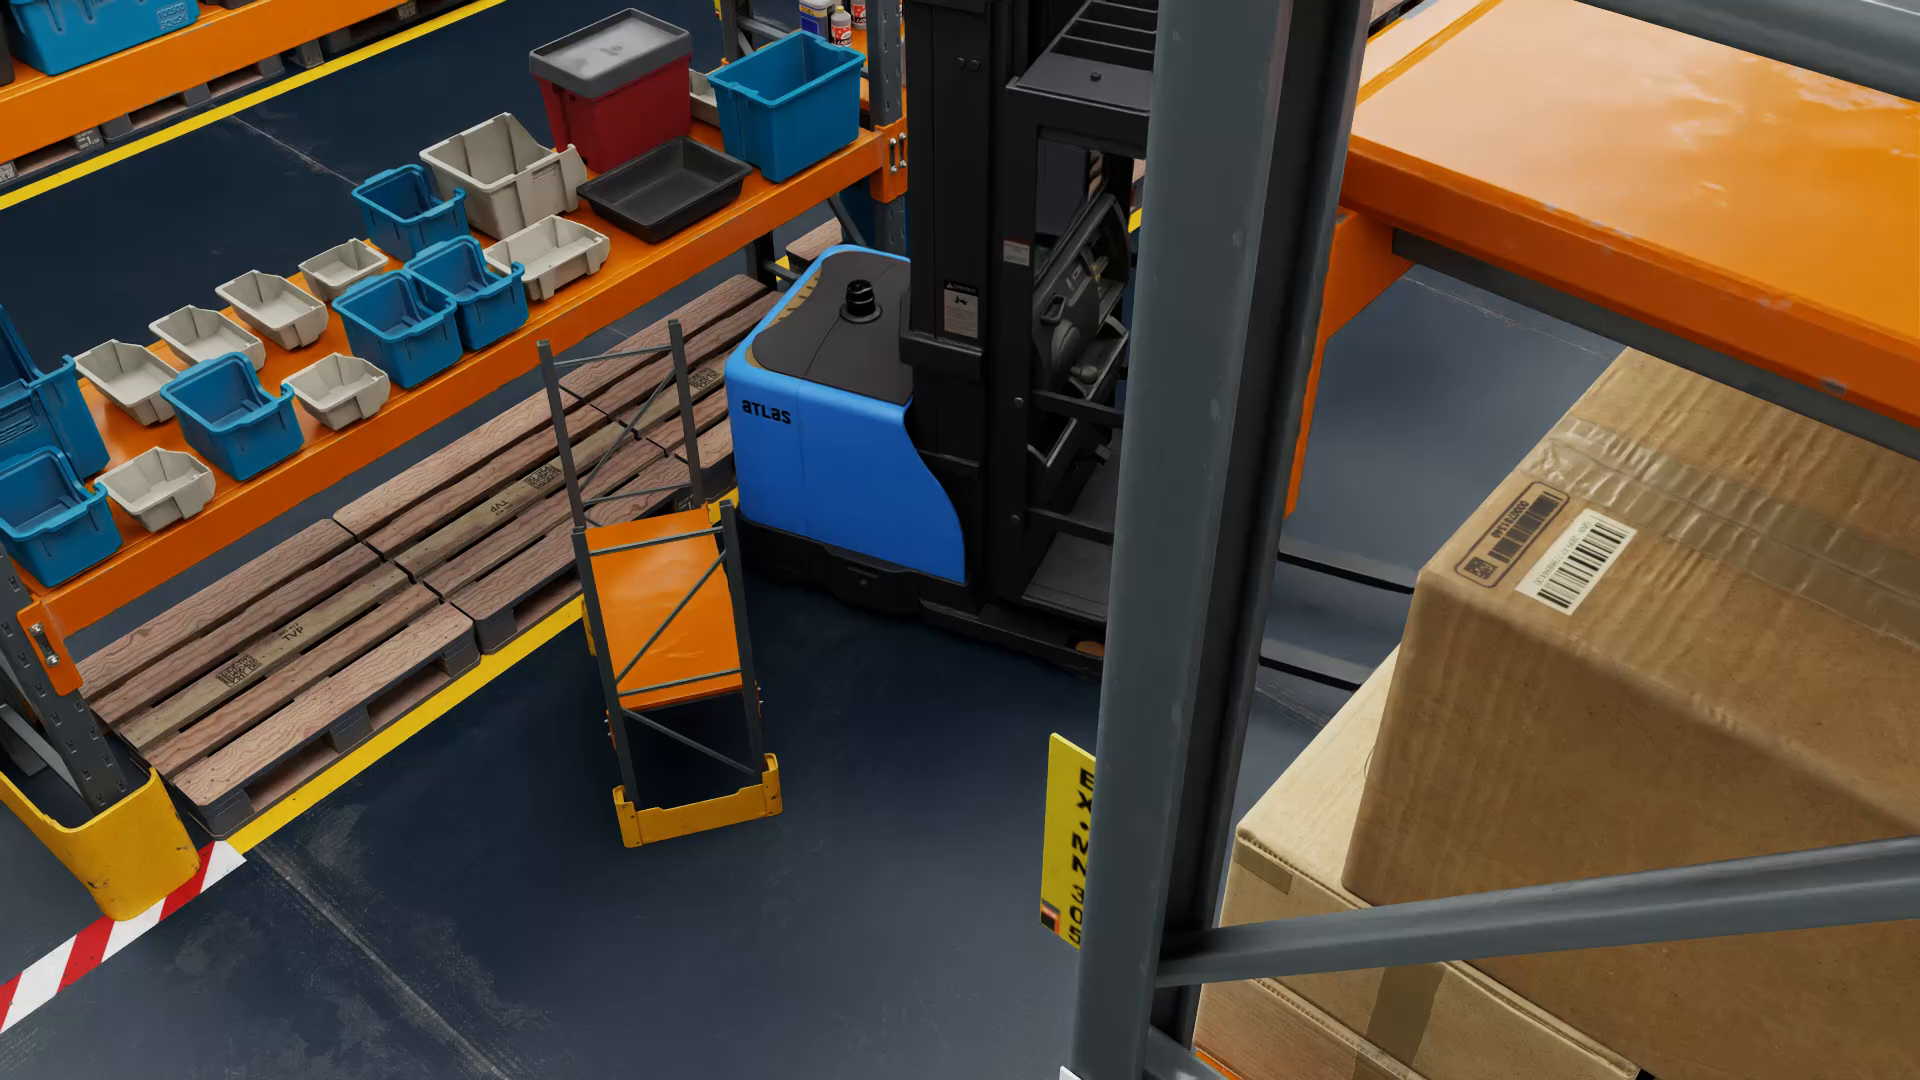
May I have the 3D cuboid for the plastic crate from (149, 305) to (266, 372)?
[{"bbox_3d":[-2.663,-0.688,5.929,0.396,0.136,0.243,29,50,28],"label":"plastic crate"}]

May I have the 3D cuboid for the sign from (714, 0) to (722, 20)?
[{"bbox_3d":[-1.092,-2.523,7.590,0.100,0.325,0.005,29,50,28],"label":"sign"}]

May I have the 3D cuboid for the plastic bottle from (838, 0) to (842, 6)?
[{"bbox_3d":[-0.612,-2.523,7.943,0.097,0.201,0.097,0,42,0],"label":"plastic bottle"}]

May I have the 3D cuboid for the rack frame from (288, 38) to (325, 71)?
[{"bbox_3d":[-4.463,-4.326,9.778,1.000,3.000,0.127,29,50,28],"label":"rack frame"}]

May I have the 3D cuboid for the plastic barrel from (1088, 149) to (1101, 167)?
[{"bbox_3d":[0.578,-2.306,9.094,0.421,0.512,0.421,0,42,0],"label":"plastic barrel"}]

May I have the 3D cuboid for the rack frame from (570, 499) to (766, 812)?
[{"bbox_3d":[-0.943,0.482,5.605,0.500,1.500,0.032,-11,43,-12],"label":"rack frame"}]

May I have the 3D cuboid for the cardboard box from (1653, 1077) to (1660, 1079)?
[{"bbox_3d":[1.072,0.633,1.834,0.500,0.250,0.500,29,50,28],"label":"cardboard box"}]

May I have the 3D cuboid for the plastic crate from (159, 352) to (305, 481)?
[{"bbox_3d":[-2.412,-0.406,5.547,0.416,0.233,0.300,29,50,28],"label":"plastic crate"}]

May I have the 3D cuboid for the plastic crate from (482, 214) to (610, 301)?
[{"bbox_3d":[-1.563,-1.080,6.359,0.293,0.136,0.466,29,50,28],"label":"plastic crate"}]

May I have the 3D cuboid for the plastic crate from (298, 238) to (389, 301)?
[{"bbox_3d":[-2.326,-1.003,6.274,0.298,0.136,0.250,29,50,28],"label":"plastic crate"}]

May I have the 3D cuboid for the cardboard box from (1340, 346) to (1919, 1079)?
[{"bbox_3d":[0.860,0.236,1.714,0.700,0.500,0.500,29,50,28],"label":"cardboard box"}]

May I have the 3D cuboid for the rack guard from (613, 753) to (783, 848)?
[{"bbox_3d":[-0.944,0.944,6.026,0.587,0.250,0.087,-11,43,-12],"label":"rack guard"}]

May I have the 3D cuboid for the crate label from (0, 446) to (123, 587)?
[{"bbox_3d":[-2.836,-0.067,5.174,0.416,0.233,0.303,29,50,28],"label":"crate label"}]

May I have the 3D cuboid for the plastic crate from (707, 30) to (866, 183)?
[{"bbox_3d":[-0.712,-1.810,6.978,0.392,0.384,0.575,29,50,28],"label":"plastic crate"}]

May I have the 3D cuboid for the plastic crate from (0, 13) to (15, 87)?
[{"bbox_3d":[-2.786,-1.261,4.275,0.497,0.269,0.590,29,50,28],"label":"plastic crate"}]

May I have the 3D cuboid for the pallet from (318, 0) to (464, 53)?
[{"bbox_3d":[-4.024,-3.725,11.189,1.003,0.211,1.213,29,50,28],"label":"pallet"}]

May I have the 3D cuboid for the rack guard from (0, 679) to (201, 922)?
[{"bbox_3d":[-3.252,0.821,5.976,1.175,0.500,0.348,29,50,28],"label":"rack guard"}]

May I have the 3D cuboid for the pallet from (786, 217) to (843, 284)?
[{"bbox_3d":[-0.144,-1.529,8.775,1.003,0.211,1.213,29,50,28],"label":"pallet"}]

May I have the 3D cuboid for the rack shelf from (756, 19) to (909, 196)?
[{"bbox_3d":[0.615,-2.946,8.795,1.077,0.370,4.000,29,50,28],"label":"rack shelf"}]

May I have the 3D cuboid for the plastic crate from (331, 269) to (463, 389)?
[{"bbox_3d":[-1.988,-0.745,5.920,0.416,0.233,0.300,29,50,28],"label":"plastic crate"}]

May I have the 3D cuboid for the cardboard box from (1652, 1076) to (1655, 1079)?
[{"bbox_3d":[1.067,0.815,2.005,0.500,0.250,0.500,29,50,28],"label":"cardboard box"}]

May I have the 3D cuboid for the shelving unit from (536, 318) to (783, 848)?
[{"bbox_3d":[-1.083,0.160,5.959,0.587,1.500,1.083,-11,43,-12],"label":"shelving unit"}]

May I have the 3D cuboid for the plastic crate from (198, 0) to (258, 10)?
[{"bbox_3d":[-2.053,-1.877,4.901,0.504,0.338,0.767,29,50,28],"label":"plastic crate"}]

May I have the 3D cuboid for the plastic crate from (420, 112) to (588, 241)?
[{"bbox_3d":[-1.796,-1.454,6.663,0.437,0.282,0.530,29,50,28],"label":"plastic crate"}]

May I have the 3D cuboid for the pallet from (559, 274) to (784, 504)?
[{"bbox_3d":[-1.116,-0.755,7.923,1.003,0.211,1.213,29,50,28],"label":"pallet"}]

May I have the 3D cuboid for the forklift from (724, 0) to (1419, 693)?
[{"bbox_3d":[0.634,-0.878,6.036,3.031,2.935,1.130,16,45,17],"label":"forklift"}]

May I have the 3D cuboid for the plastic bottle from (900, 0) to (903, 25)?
[{"bbox_3d":[-0.324,-2.595,8.022,0.097,0.201,0.097,0,42,0],"label":"plastic bottle"}]

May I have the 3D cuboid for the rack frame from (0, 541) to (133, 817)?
[{"bbox_3d":[-3.247,-0.122,5.155,1.000,3.000,0.127,29,50,28],"label":"rack frame"}]

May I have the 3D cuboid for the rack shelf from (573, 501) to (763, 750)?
[{"bbox_3d":[-1.086,0.287,6.087,0.538,0.185,1.000,-11,43,-12],"label":"rack shelf"}]

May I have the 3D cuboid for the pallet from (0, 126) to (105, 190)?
[{"bbox_3d":[-5.798,-2.306,9.629,1.003,0.211,1.213,29,50,28],"label":"pallet"}]

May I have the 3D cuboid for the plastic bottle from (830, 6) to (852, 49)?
[{"bbox_3d":[-0.559,-2.407,7.815,0.097,0.201,0.097,0,42,0],"label":"plastic bottle"}]

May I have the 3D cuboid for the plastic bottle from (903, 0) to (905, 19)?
[{"bbox_3d":[-0.221,-2.716,8.044,0.144,0.351,0.185,29,50,28],"label":"plastic bottle"}]

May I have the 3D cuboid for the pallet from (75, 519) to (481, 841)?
[{"bbox_3d":[-2.686,0.502,6.541,1.003,0.211,1.213,29,50,28],"label":"pallet"}]
